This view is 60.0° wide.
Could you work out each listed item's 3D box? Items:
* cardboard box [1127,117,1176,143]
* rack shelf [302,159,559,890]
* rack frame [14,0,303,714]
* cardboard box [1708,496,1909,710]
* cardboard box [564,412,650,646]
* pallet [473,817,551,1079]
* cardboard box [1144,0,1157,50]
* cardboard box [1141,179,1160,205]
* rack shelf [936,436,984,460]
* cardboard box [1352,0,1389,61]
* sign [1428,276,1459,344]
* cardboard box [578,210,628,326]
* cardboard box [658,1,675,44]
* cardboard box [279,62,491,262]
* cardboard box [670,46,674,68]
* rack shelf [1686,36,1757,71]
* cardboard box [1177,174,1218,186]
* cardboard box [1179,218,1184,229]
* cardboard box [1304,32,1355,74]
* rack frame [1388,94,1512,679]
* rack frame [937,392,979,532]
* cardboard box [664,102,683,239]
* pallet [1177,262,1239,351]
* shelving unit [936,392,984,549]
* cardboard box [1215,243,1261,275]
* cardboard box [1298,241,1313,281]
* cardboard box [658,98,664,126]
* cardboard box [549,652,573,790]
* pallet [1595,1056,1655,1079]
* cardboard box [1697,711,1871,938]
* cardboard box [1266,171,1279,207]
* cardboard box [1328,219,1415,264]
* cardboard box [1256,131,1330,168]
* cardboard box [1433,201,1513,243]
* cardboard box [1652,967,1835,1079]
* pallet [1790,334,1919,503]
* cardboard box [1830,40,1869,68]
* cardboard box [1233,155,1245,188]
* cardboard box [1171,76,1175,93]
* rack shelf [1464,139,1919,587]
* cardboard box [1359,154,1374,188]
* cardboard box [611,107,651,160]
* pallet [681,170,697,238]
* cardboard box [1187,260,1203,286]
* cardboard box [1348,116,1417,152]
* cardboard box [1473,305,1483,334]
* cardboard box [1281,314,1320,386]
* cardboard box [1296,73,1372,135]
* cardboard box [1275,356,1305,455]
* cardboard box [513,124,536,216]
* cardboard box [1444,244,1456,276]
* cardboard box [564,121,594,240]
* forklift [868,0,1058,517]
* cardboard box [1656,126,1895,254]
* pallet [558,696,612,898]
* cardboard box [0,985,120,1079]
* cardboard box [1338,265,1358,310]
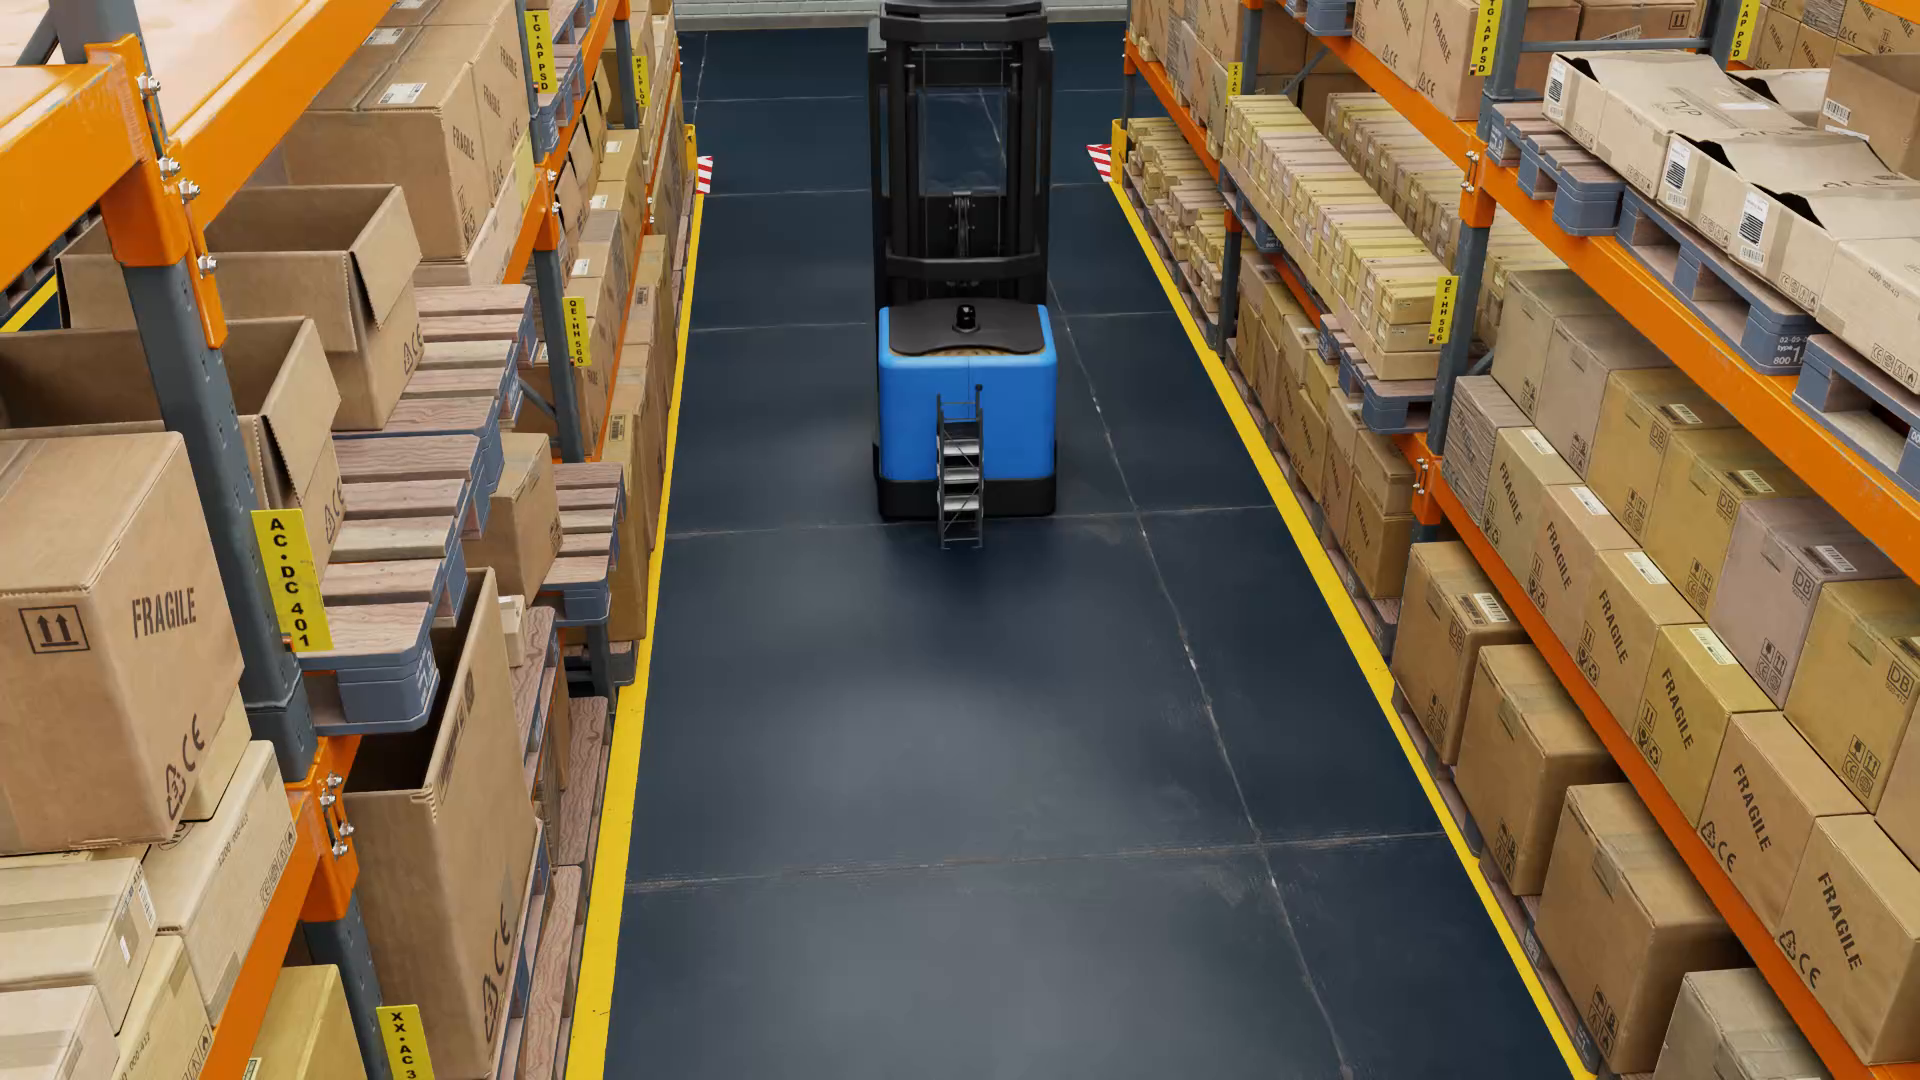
[{"bbox_3d":[1.689,-3.618,14.673,0.380,0.149,0.250,-4,31,-7],"label":"cardboard box"},{"bbox_3d":[-2.036,-0.377,5.233,1.077,0.370,4.000,-3,31,-5],"label":"rack shelf"},{"bbox_3d":[-1.849,-0.953,2.570,1.000,3.000,0.127,-3,31,-5],"label":"rack frame"},{"bbox_3d":[2.950,0.191,5.433,0.700,0.500,0.500,-3,31,-4],"label":"cardboard box"},{"bbox_3d":[-2.266,-0.041,8.556,1.225,0.875,0.875,-4,31,-7],"label":"cardboard box"},{"bbox_3d":[-1.775,1.308,4.823,1.003,0.211,1.213,-3,31,-5],"label":"pallet"},{"bbox_3d":[1.820,-4.346,13.714,0.500,0.500,0.500,-3,31,-4],"label":"cardboard box"},{"bbox_3d":[1.759,-2.971,14.171,0.380,0.149,0.250,-2,31,-4],"label":"cardboard box"},{"bbox_3d":[-0.001,-0.516,9.451,0.258,0.077,0.200,-3,31,-5],"label":"rack shelf"},{"bbox_3d":[2.317,-2.726,8.366,0.500,0.500,0.500,-3,31,-5],"label":"cardboard box"},{"bbox_3d":[2.186,-1.038,7.511,0.100,0.325,0.005,-3,31,-5],"label":"sign"},{"bbox_3d":[-2.144,-1.503,9.245,0.500,0.500,0.500,-3,31,-4],"label":"cardboard box"},{"bbox_3d":[-2.660,-4.332,13.935,0.500,0.250,0.500,-3,31,-5],"label":"cardboard box"},{"bbox_3d":[-1.839,-1.218,5.355,0.500,0.500,0.500,-2,31,-4],"label":"cardboard box"},{"bbox_3d":[-2.560,-3.968,13.714,0.380,0.149,0.250,-3,31,-4],"label":"cardboard box"},{"bbox_3d":[7.084,-3.649,13.635,1.077,0.370,4.000,-3,31,-5],"label":"rack shelf"},{"bbox_3d":[1.950,-2.823,13.342,0.380,0.149,0.250,-3,31,-4],"label":"cardboard box"},{"bbox_3d":[1.951,-2.550,13.176,0.380,0.149,0.250,-4,31,-7],"label":"cardboard box"},{"bbox_3d":[2.552,-3.490,11.305,0.500,0.500,0.500,-2,31,-3],"label":"cardboard box"},{"bbox_3d":[2.725,-0.605,7.839,1.000,3.000,0.127,-3,31,-5],"label":"rack frame"},{"bbox_3d":[-0.010,-0.442,9.614,0.240,0.900,0.006,-3,31,-5],"label":"rack frame"},{"bbox_3d":[-2.745,-2.984,13.484,0.875,0.875,0.875,-3,31,-5],"label":"cardboard box"},{"bbox_3d":[2.254,-1.792,12.544,1.003,0.211,1.213,-3,31,-5],"label":"pallet"},{"bbox_3d":[-0.001,-0.390,9.527,0.258,0.900,0.210,-3,31,-5],"label":"shelving unit"},{"bbox_3d":[2.059,-2.029,12.012,0.380,0.149,0.250,-2,31,-3],"label":"cardboard box"},{"bbox_3d":[2.107,-1.563,9.277,0.380,0.149,0.250,-2,31,-3],"label":"cardboard box"},{"bbox_3d":[-2.414,-3.182,12.398,0.380,0.149,0.250,-2,31,-4],"label":"cardboard box"},{"bbox_3d":[-2.140,0.806,7.485,0.700,0.500,0.500,-4,31,-7],"label":"cardboard box"},{"bbox_3d":[2.952,2.244,5.788,1.003,0.211,1.213,-3,31,-5],"label":"pallet"},{"bbox_3d":[2.737,0.882,5.251,0.500,0.500,0.500,-3,31,-5],"label":"cardboard box"},{"bbox_3d":[2.033,-2.090,9.870,0.380,0.149,0.250,-2,31,-3],"label":"cardboard box"},{"bbox_3d":[2.149,-1.560,8.692,0.380,0.149,0.250,-2,31,-3],"label":"cardboard box"},{"bbox_3d":[2.005,-2.352,10.018,0.380,0.149,0.250,-3,31,-5],"label":"cardboard box"},{"bbox_3d":[2.777,-1.714,8.951,0.380,0.149,0.250,-1,31,-2],"label":"cardboard box"},{"bbox_3d":[2.951,1.910,5.412,1.050,0.750,0.750,-3,31,-5],"label":"cardboard box"},{"bbox_3d":[2.964,-0.235,4.479,0.805,0.209,1.217,-4,31,-7],"label":"pallet"},{"bbox_3d":[6.919,-3.466,12.531,0.500,0.500,0.500,-3,31,-6],"label":"cardboard box"},{"bbox_3d":[1.962,-2.356,10.605,0.380,0.149,0.250,-2,31,-4],"label":"cardboard box"},{"bbox_3d":[1.878,-3.607,13.109,0.380,0.149,0.250,-2,31,-3],"label":"cardboard box"},{"bbox_3d":[2.912,-0.563,5.545,1.077,0.370,4.000,-3,31,-5],"label":"rack shelf"},{"bbox_3d":[2.661,-2.253,10.143,0.380,0.149,0.250,-4,31,-6],"label":"cardboard box"},{"bbox_3d":[-2.379,-2.777,11.331,0.500,0.250,0.500,-3,31,-5],"label":"cardboard box"},{"bbox_3d":[-2.817,-2.902,14.403,1.003,0.211,1.213,-3,31,-5],"label":"pallet"},{"bbox_3d":[1.946,-2.056,12.639,0.380,0.149,0.250,-4,31,-6],"label":"cardboard box"},{"bbox_3d":[2.632,-2.511,10.284,0.380,0.149,0.250,-4,31,-6],"label":"cardboard box"},{"bbox_3d":[2.834,-1.191,8.654,0.380,0.149,0.250,-1,31,-2],"label":"cardboard box"},{"bbox_3d":[2.253,-1.154,10.055,0.500,0.250,0.500,-2,31,-3],"label":"cardboard box"},{"bbox_3d":[2.556,-3.083,11.600,0.500,0.500,0.500,-3,31,-5],"label":"cardboard box"},{"bbox_3d":[2.270,-0.828,10.240,0.500,0.500,0.500,-2,31,-4],"label":"cardboard box"},{"bbox_3d":[-1.934,-1.412,6.410,0.500,0.250,0.500,-3,31,-4],"label":"cardboard box"},{"bbox_3d":[2.800,-1.465,8.824,0.380,0.149,0.250,-3,31,-4],"label":"cardboard box"},{"bbox_3d":[-2.402,-1.942,9.001,0.797,0.503,0.637,-2,31,-3],"label":"cardboard box"},{"bbox_3d":[-0.006,-2.117,10.437,1.130,2.935,3.031,-1,31,-2],"label":"forklift"},{"bbox_3d":[2.669,-1.180,5.456,0.500,0.311,0.500,-3,31,-5],"label":"cardboard box"},{"bbox_3d":[-2.151,1.177,7.574,1.003,0.211,1.213,-3,31,-5],"label":"pallet"},{"bbox_3d":[-1.436,0.785,2.344,0.380,0.149,0.250,-4,31,-6],"label":"cardboard box"},{"bbox_3d":[2.172,-1.306,8.558,0.380,0.149,0.250,-2,31,-3],"label":"cardboard box"}]
